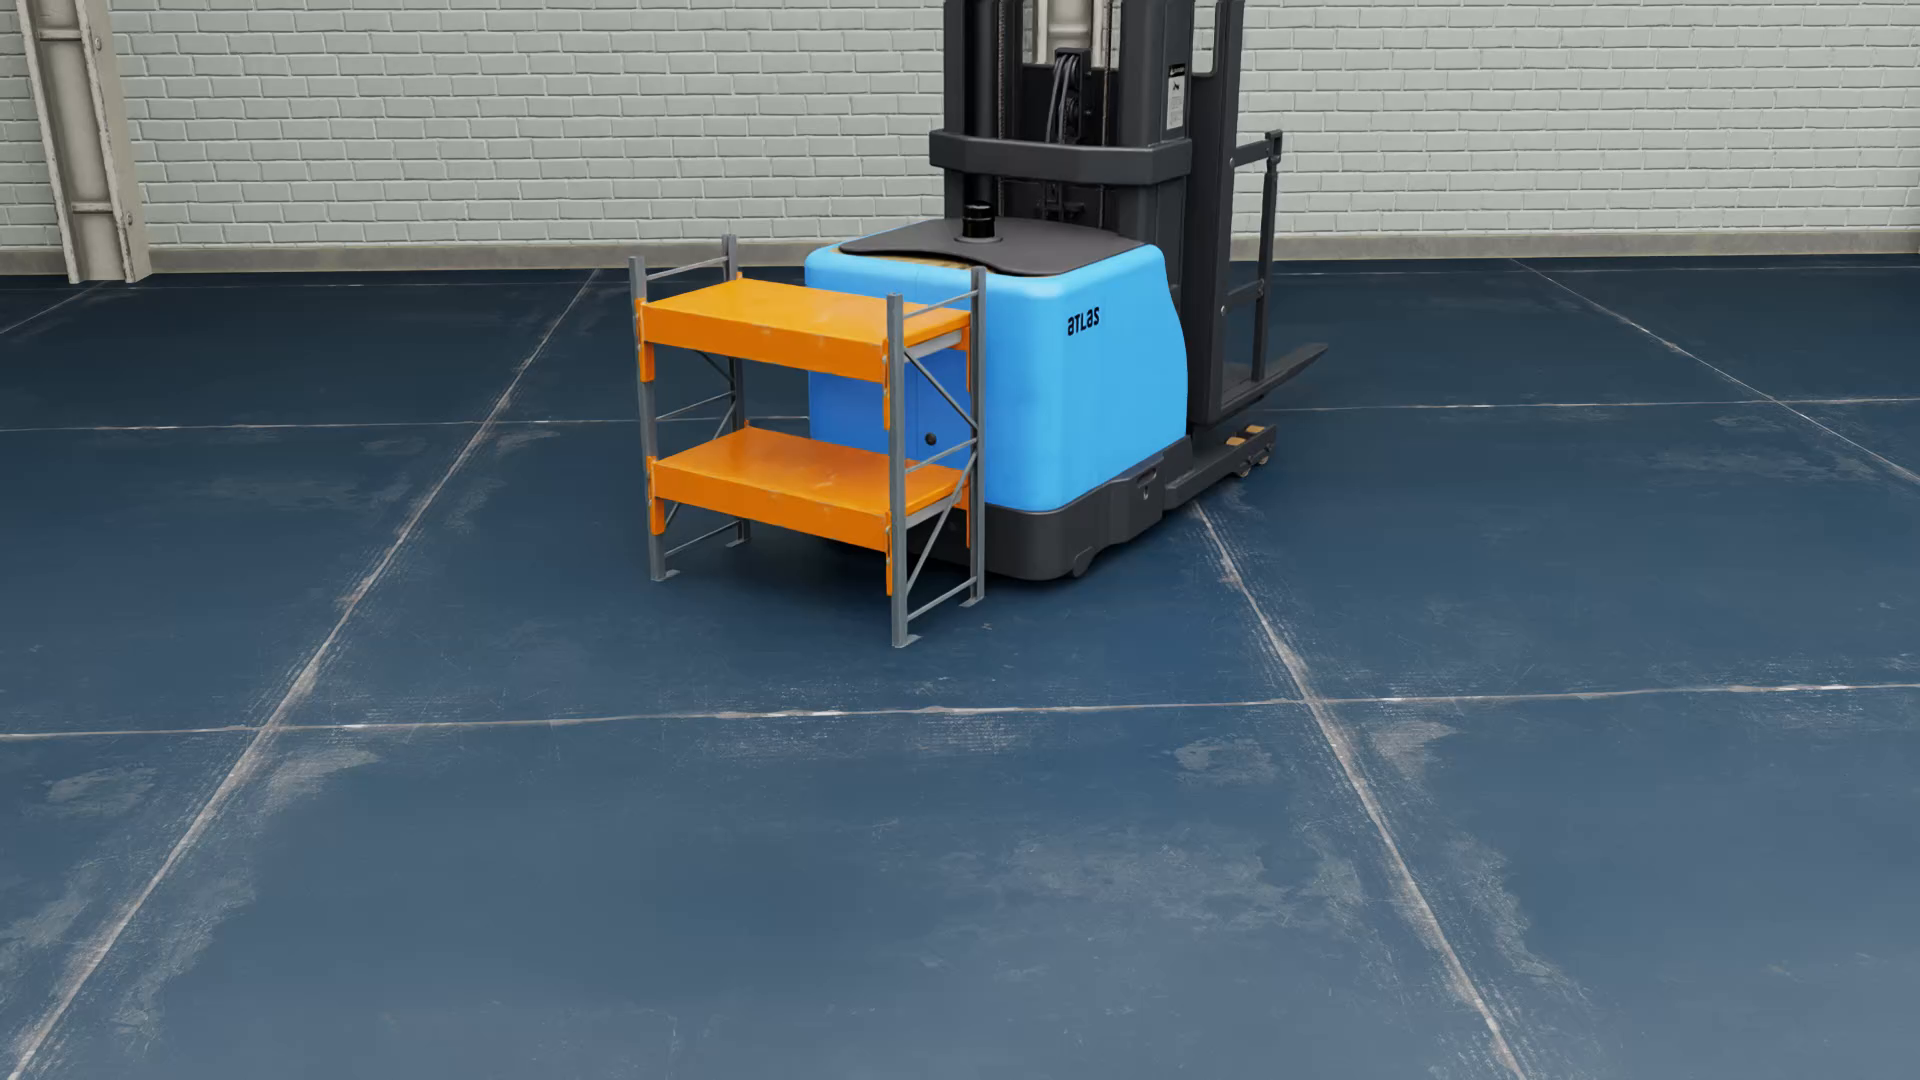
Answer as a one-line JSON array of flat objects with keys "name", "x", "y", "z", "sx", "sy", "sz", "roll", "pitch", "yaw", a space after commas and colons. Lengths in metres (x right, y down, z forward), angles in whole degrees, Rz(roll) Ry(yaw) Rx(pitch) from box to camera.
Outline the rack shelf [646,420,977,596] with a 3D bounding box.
[{"name": "rack shelf", "x": -0.492, "y": -0.129, "z": 5.565, "sx": 1.000, "sy": 0.278, "sz": 0.538, "roll": 13, "pitch": 24, "yaw": 31}]

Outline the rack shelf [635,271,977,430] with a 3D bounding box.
[{"name": "rack shelf", "x": -0.492, "y": -0.631, "z": 5.374, "sx": 1.000, "sy": 0.278, "sz": 0.538, "roll": 13, "pitch": 24, "yaw": 31}]

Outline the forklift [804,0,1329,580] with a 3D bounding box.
[{"name": "forklift", "x": 0.666, "y": -1.706, "z": 6.483, "sx": 1.130, "sy": 2.935, "sz": 3.031, "roll": 13, "pitch": 24, "yaw": 30}]

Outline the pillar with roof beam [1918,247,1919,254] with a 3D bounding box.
[{"name": "pillar with roof beam", "x": 6.898, "y": -4.568, "z": 5.471, "sx": 0.400, "sy": 9.000, "sz": 9.100, "roll": -1, "pitch": 21, "yaw": -3}]

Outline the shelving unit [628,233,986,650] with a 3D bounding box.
[{"name": "shelving unit", "x": -0.492, "y": -0.357, "z": 5.478, "sx": 1.048, "sy": 1.125, "sz": 0.538, "roll": 13, "pitch": 24, "yaw": 31}]

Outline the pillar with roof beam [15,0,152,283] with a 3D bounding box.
[{"name": "pillar with roof beam", "x": -5.082, "y": -4.324, "z": 4.831, "sx": 0.400, "sy": 9.000, "sz": 9.100, "roll": -1, "pitch": 21, "yaw": -3}]

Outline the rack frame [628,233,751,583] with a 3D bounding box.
[{"name": "rack frame", "x": -0.918, "y": -0.456, "z": 5.737, "sx": 0.032, "sy": 1.125, "sz": 0.500, "roll": 13, "pitch": 24, "yaw": 31}]

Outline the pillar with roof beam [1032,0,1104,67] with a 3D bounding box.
[{"name": "pillar with roof beam", "x": 0.908, "y": -4.446, "z": 5.151, "sx": 0.400, "sy": 9.000, "sz": 9.100, "roll": -1, "pitch": 21, "yaw": -3}]

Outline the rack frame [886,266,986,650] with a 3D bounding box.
[{"name": "rack frame", "x": -0.066, "y": -0.259, "z": 5.219, "sx": 0.032, "sy": 1.125, "sz": 0.500, "roll": 13, "pitch": 24, "yaw": 31}]
